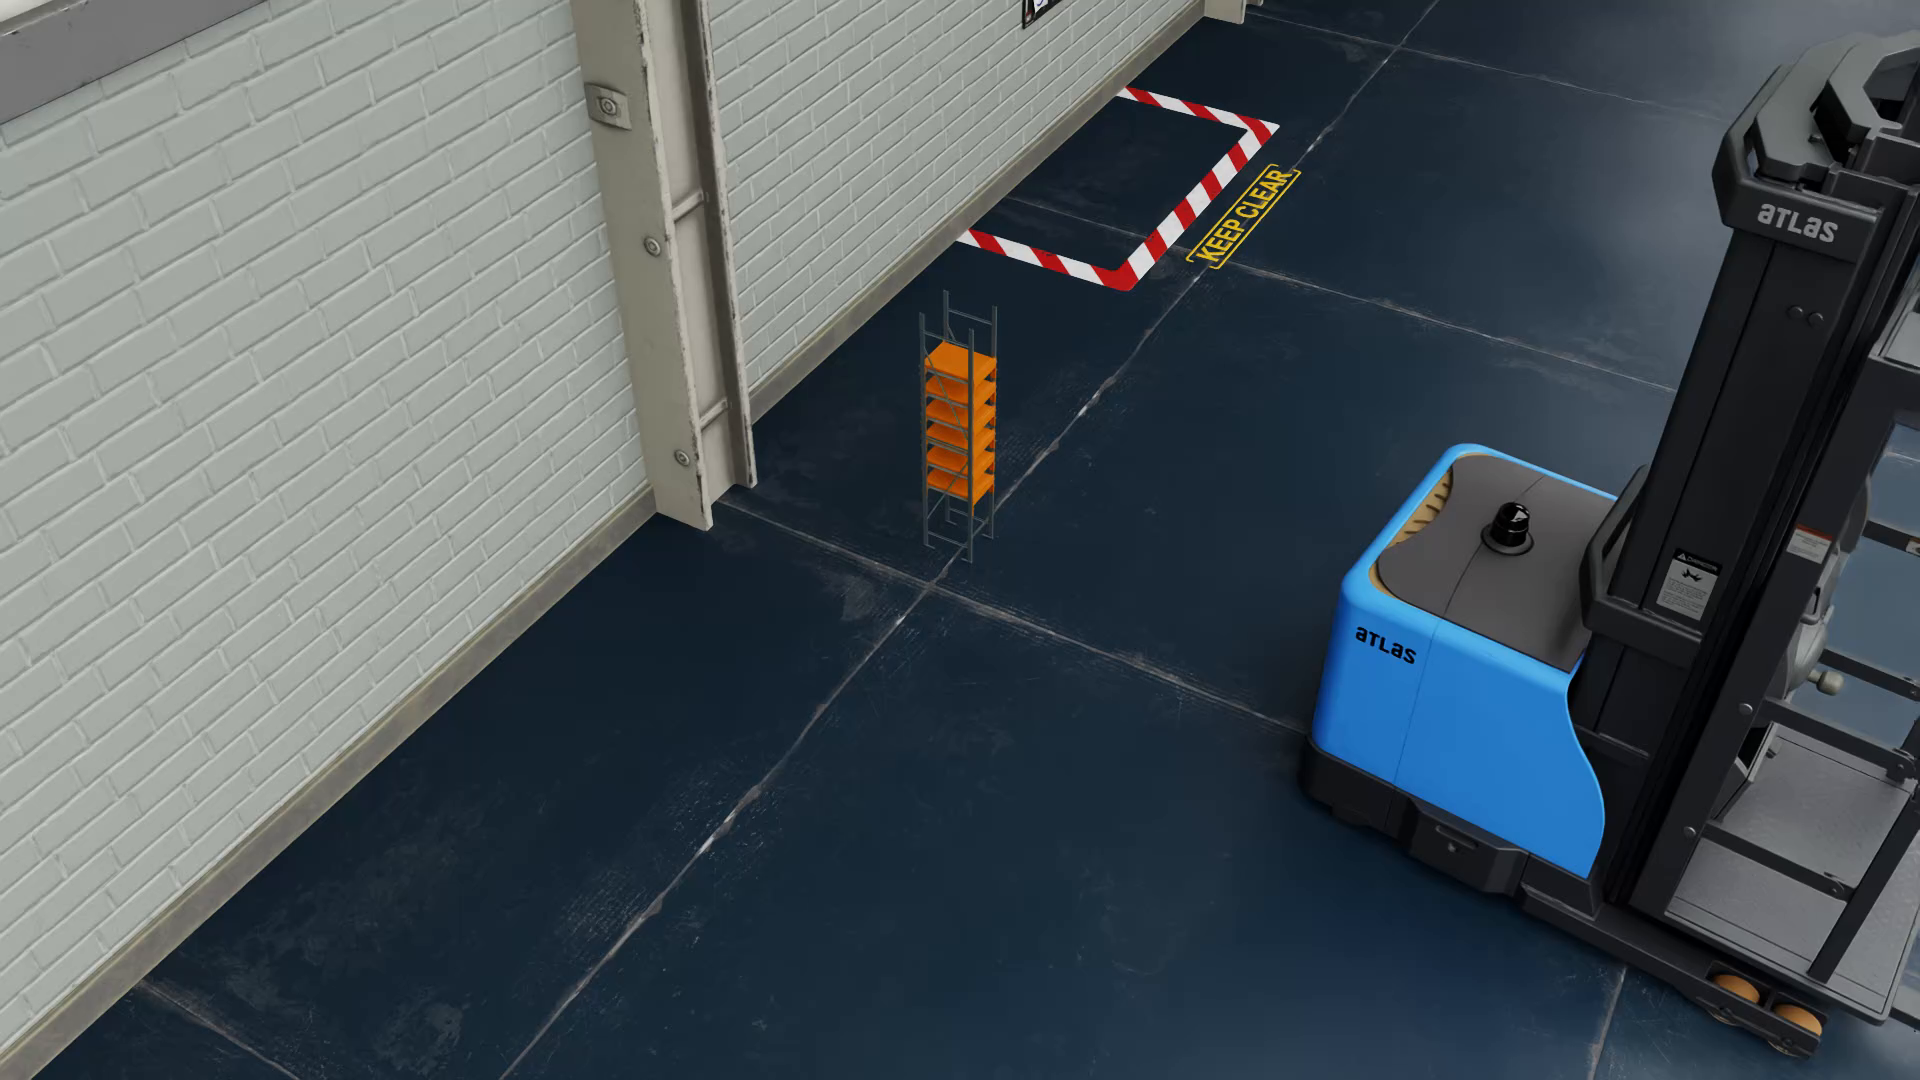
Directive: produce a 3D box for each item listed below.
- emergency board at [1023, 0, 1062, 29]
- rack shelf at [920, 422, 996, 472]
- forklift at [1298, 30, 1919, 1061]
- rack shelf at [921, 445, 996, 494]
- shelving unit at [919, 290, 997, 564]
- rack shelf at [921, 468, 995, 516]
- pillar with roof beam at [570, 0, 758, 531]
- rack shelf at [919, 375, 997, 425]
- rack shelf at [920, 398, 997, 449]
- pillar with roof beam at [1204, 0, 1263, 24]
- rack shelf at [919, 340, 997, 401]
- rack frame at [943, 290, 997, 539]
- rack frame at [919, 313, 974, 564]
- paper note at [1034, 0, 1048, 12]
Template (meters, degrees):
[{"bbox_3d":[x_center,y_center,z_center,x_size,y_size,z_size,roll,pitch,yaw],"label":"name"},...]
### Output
[{"bbox_3d":[0.566,-3.360,8.796,0.157,1.169,0.626,21,45,22],"label":"emergency board"},{"bbox_3d":[-0.007,-0.409,6.873,0.258,0.103,0.180,21,45,22],"label":"rack shelf"},{"bbox_3d":[2.740,0.158,4.853,3.031,2.935,1.130,25,47,26],"label":"forklift"},{"bbox_3d":[-0.007,-0.319,6.953,0.258,0.103,0.180,21,45,22],"label":"rack shelf"},{"bbox_3d":[-0.007,-0.442,6.844,0.258,1.200,0.189,21,45,22],"label":"shelving unit"},{"bbox_3d":[-0.007,-0.229,7.032,0.258,0.103,0.180,21,45,22],"label":"rack shelf"},{"bbox_3d":[2.580,-2.155,2.888,9.100,9.000,0.400,21,45,22],"label":"pillar with roof beam"},{"bbox_3d":[-0.007,-0.589,6.715,0.258,0.103,0.180,21,45,22],"label":"rack shelf"},{"bbox_3d":[-0.007,-0.499,6.794,0.258,0.103,0.180,21,45,22],"label":"rack shelf"},{"bbox_3d":[5.583,-5.588,6.787,9.100,9.000,0.400,21,45,22],"label":"pillar with roof beam"},{"bbox_3d":[-0.007,-0.679,6.636,0.258,0.103,0.180,21,45,22],"label":"rack shelf"},{"bbox_3d":[0.039,-0.494,6.904,0.240,1.200,0.006,21,45,22],"label":"rack frame"},{"bbox_3d":[-0.053,-0.390,6.785,0.240,1.200,0.006,21,45,22],"label":"rack frame"},{"bbox_3d":[0.438,-2.950,8.997,0.016,0.148,0.142,21,45,22],"label":"paper note"}]
